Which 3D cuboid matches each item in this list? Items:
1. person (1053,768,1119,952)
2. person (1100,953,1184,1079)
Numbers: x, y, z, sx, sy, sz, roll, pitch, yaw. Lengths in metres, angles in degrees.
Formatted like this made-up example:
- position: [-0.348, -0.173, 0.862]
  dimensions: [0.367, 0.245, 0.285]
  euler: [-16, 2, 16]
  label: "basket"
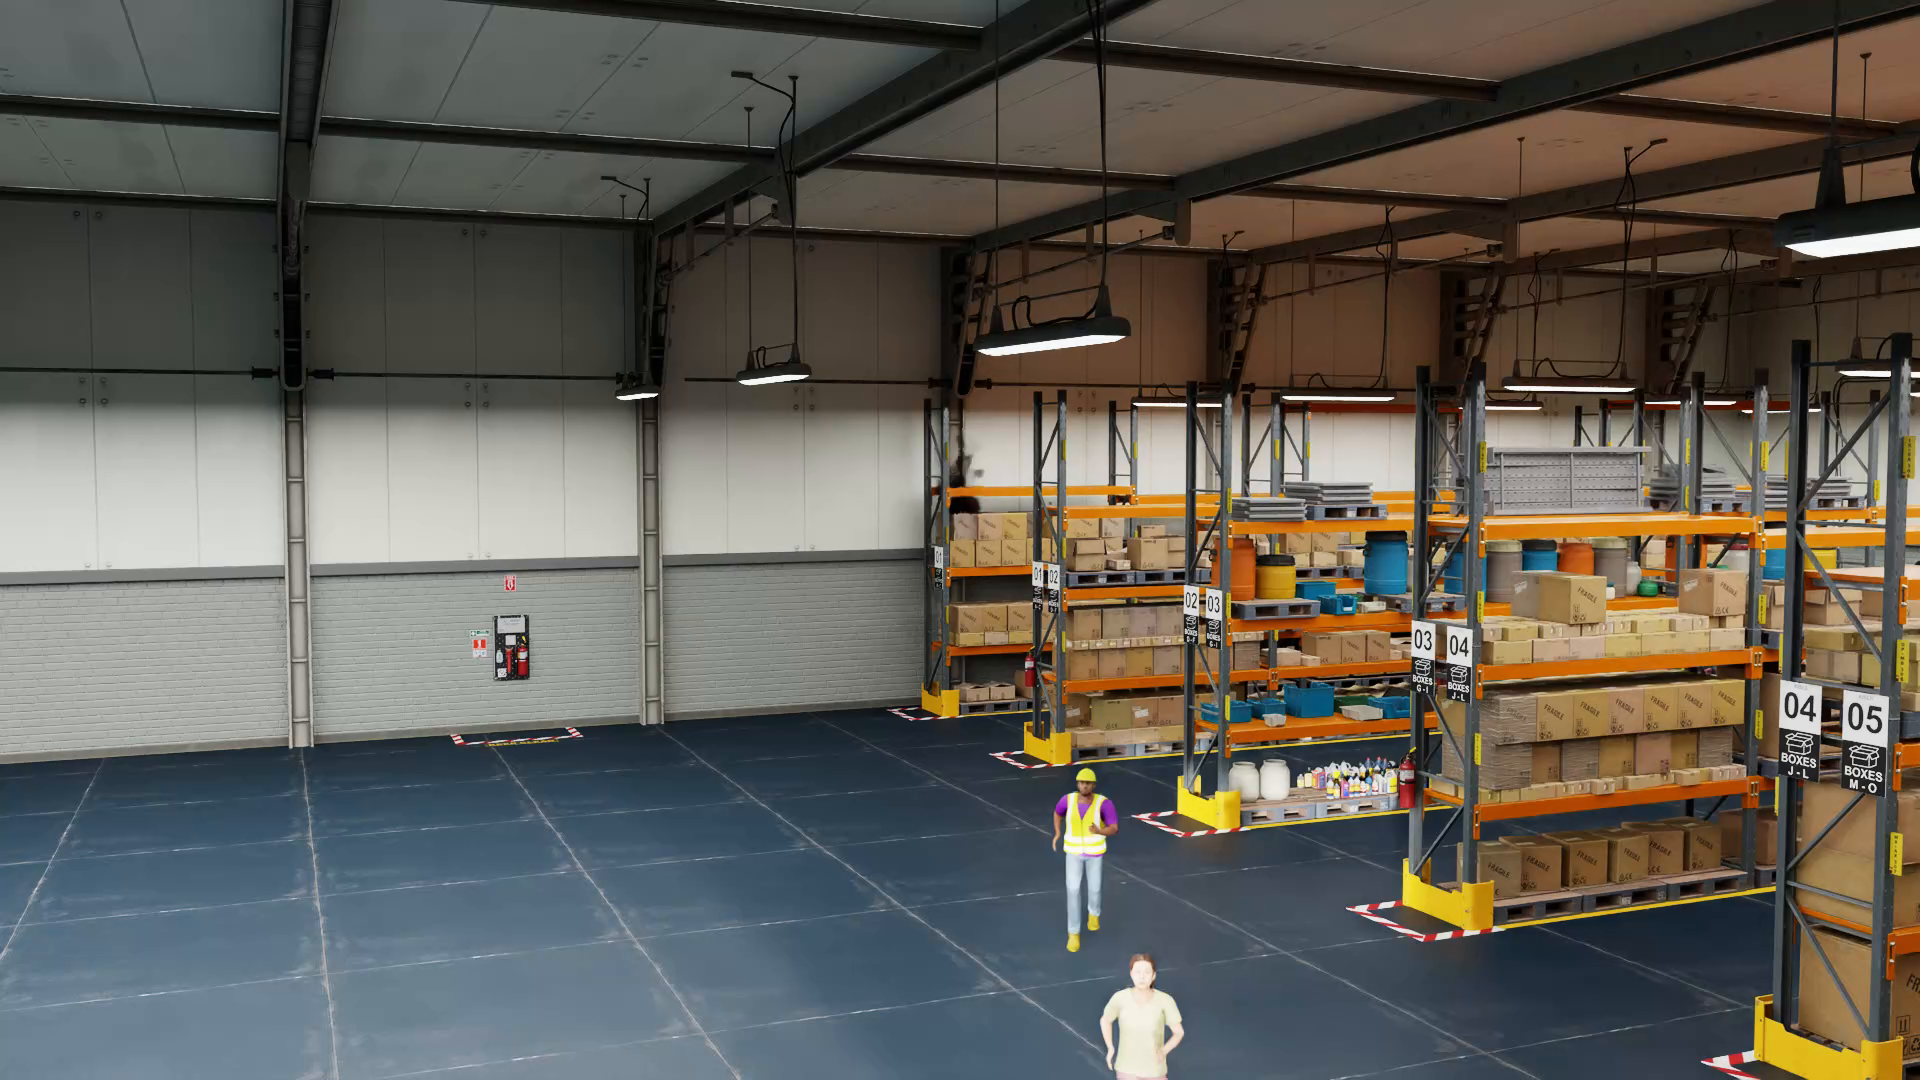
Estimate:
- position: [1.294, 3.249, 17.177]
  dimensions: [0.686, 1.797, 0.880]
  euler: [0, 3, 8]
  label: "person"
- position: [1.254, 3.666, 11.524]
  dimensions: [0.586, 1.628, 0.753]
  euler: [1, 3, 9]
  label: "person"
